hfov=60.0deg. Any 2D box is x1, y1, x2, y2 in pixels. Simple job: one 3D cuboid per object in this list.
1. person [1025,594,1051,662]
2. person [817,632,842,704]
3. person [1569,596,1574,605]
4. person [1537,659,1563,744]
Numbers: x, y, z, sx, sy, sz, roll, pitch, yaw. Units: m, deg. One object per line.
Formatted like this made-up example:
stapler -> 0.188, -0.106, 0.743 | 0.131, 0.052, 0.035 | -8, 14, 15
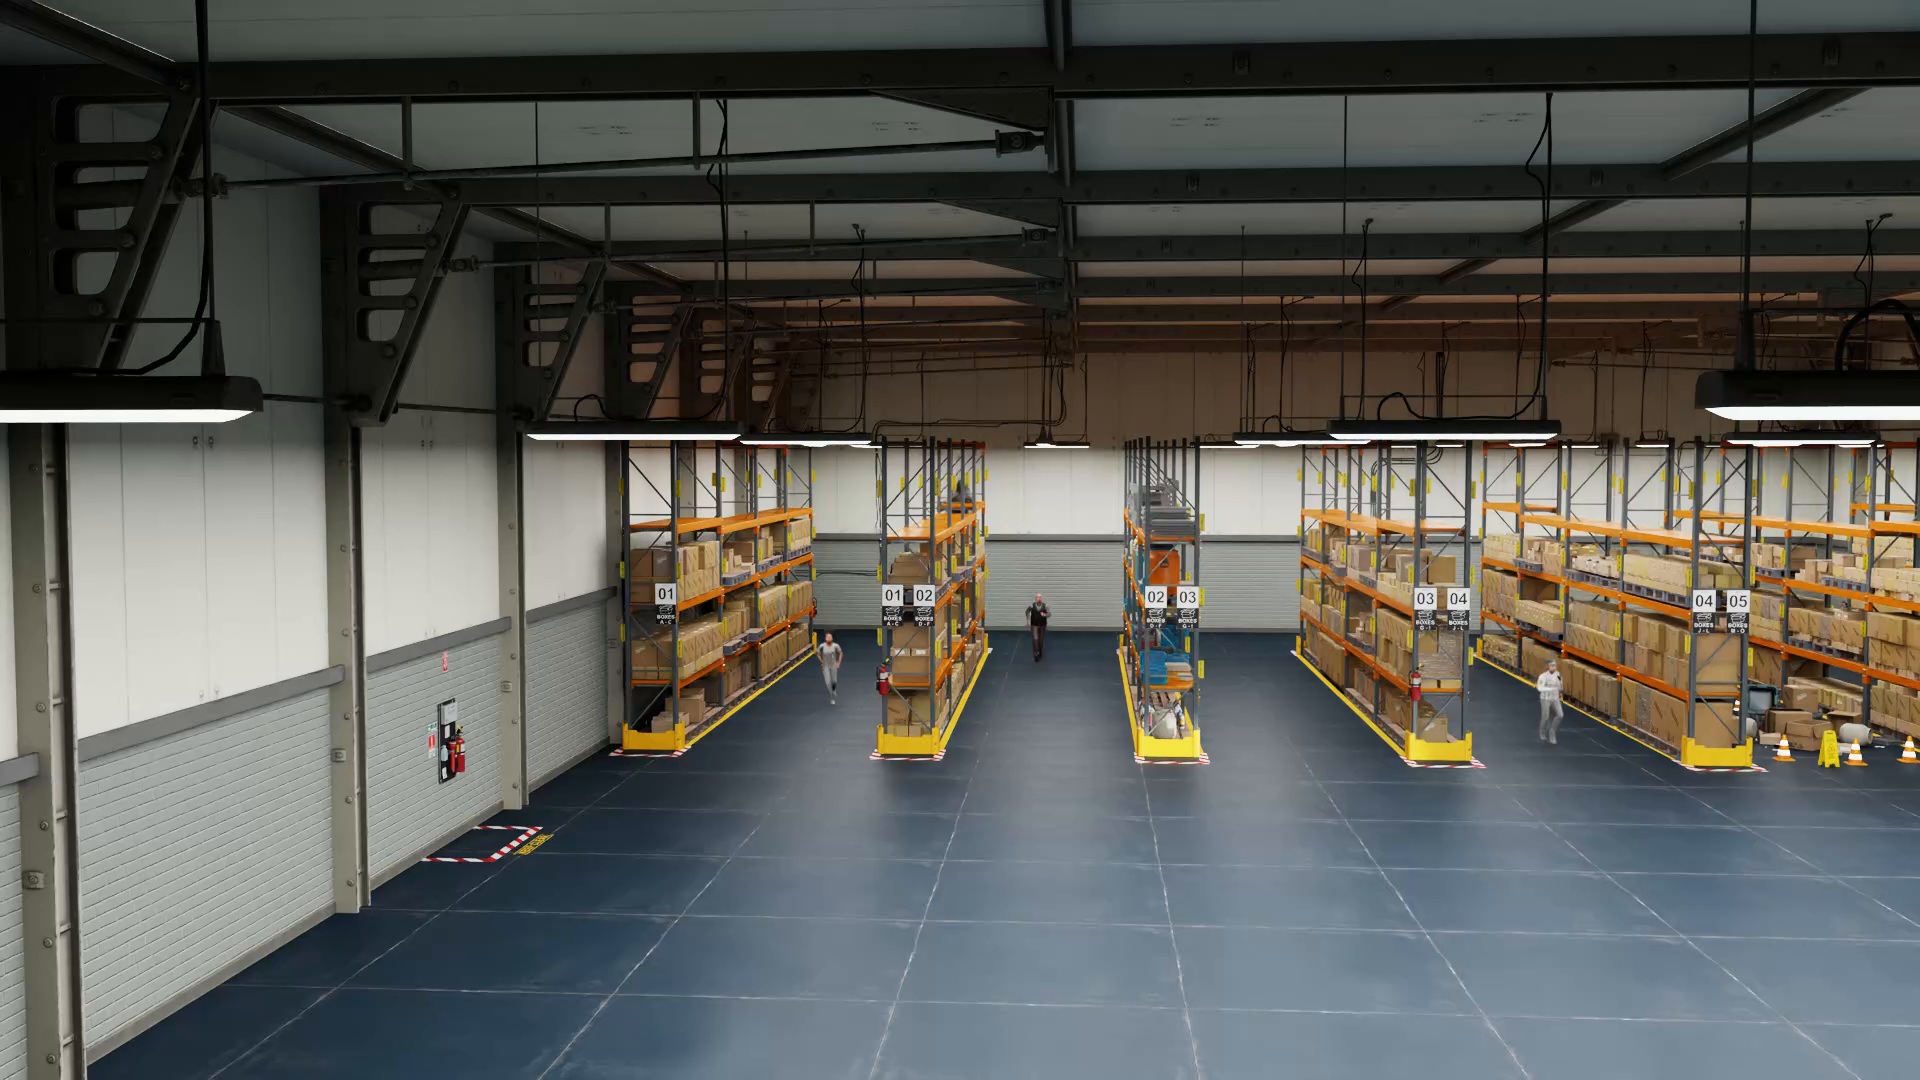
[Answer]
person -> 2.058, 2.273, 43.472 | 0.644, 1.744, 0.886 | 0, 3, -5
person -> -2.958, 2.944, 37.713 | 0.575, 1.535, 0.550 | 0, 3, -2
person -> 17.424, 2.443, 47.314 | 0.668, 1.550, 0.609 | 0, 3, 1
person -> 11.552, 3.138, 32.522 | 0.641, 1.678, 0.788 | 0, 3, -8
